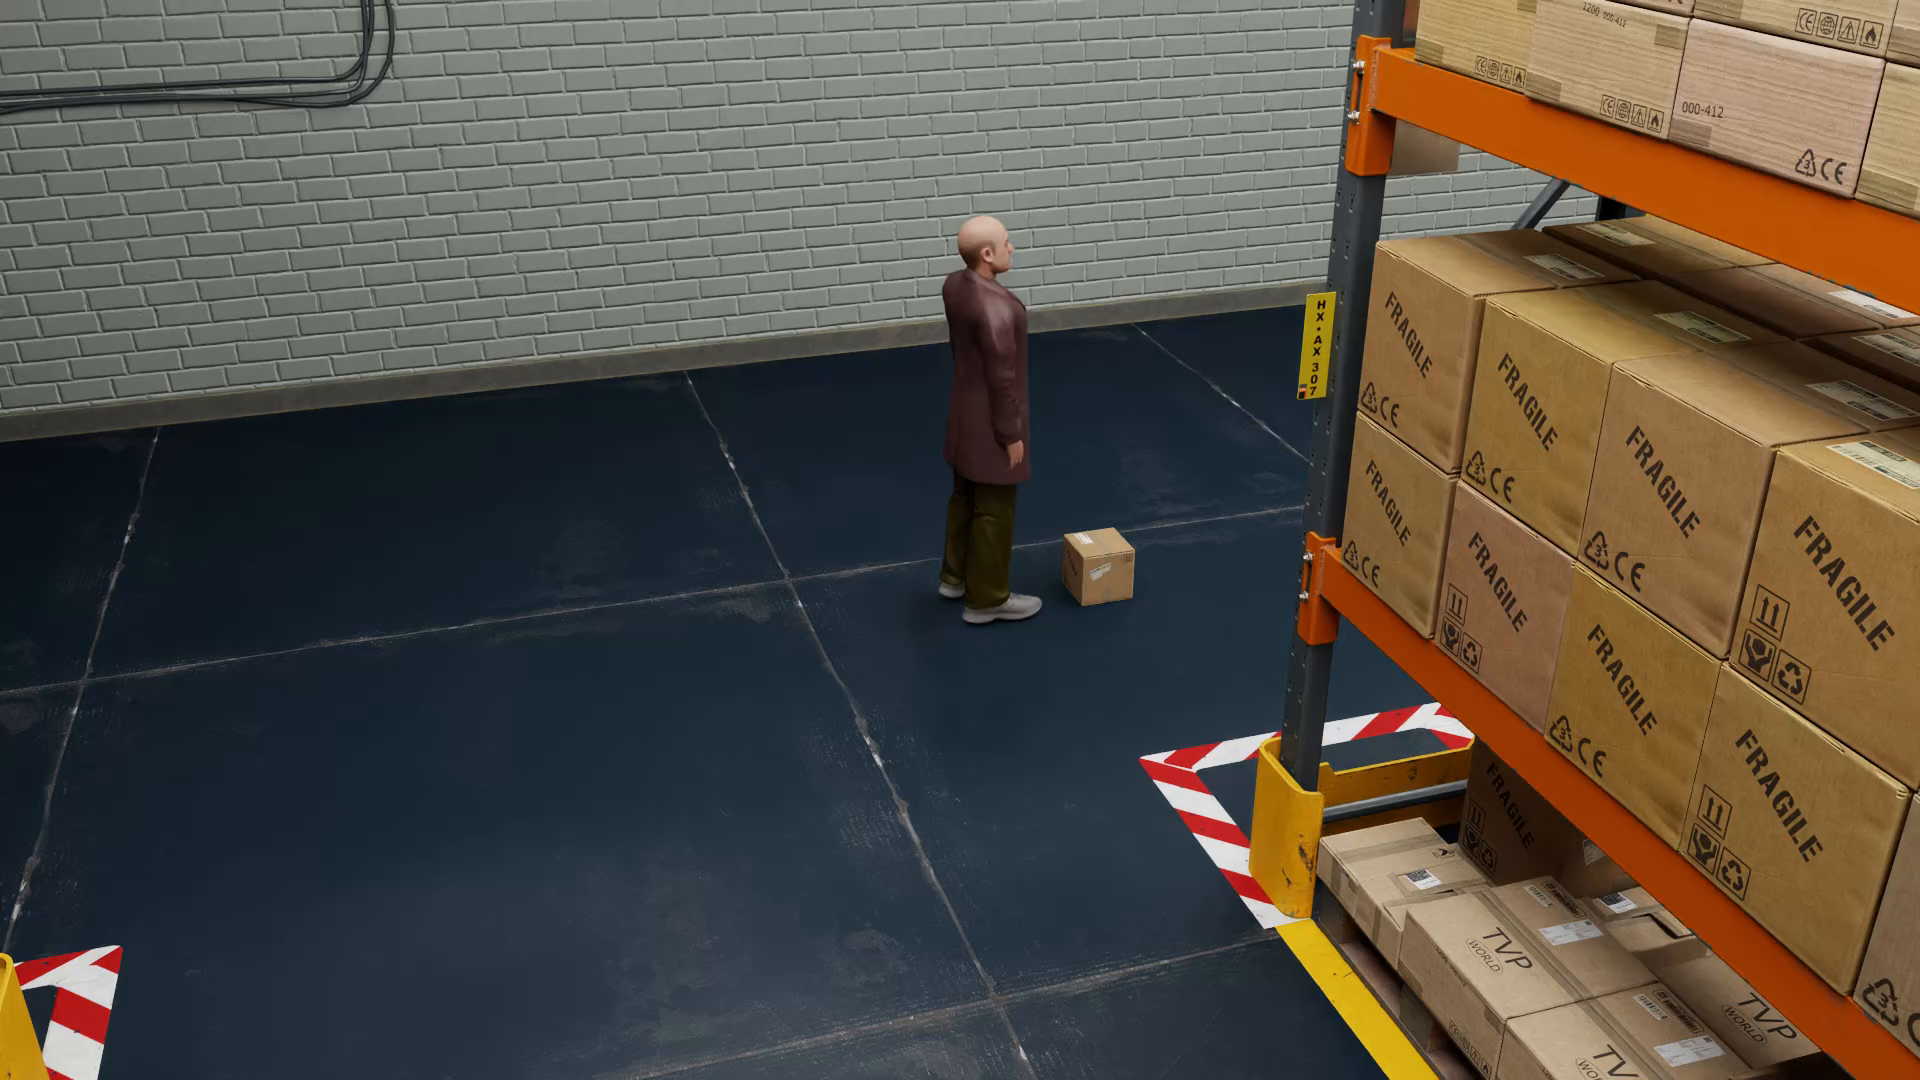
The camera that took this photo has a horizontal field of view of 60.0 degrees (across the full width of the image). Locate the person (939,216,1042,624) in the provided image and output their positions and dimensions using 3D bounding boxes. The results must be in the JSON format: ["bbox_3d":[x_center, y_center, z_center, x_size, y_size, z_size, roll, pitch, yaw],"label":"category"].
[{"bbox_3d":[0.131,-0.508,7.145,0.379,1.802,0.589,-11,28,-21],"label":"person"}]
